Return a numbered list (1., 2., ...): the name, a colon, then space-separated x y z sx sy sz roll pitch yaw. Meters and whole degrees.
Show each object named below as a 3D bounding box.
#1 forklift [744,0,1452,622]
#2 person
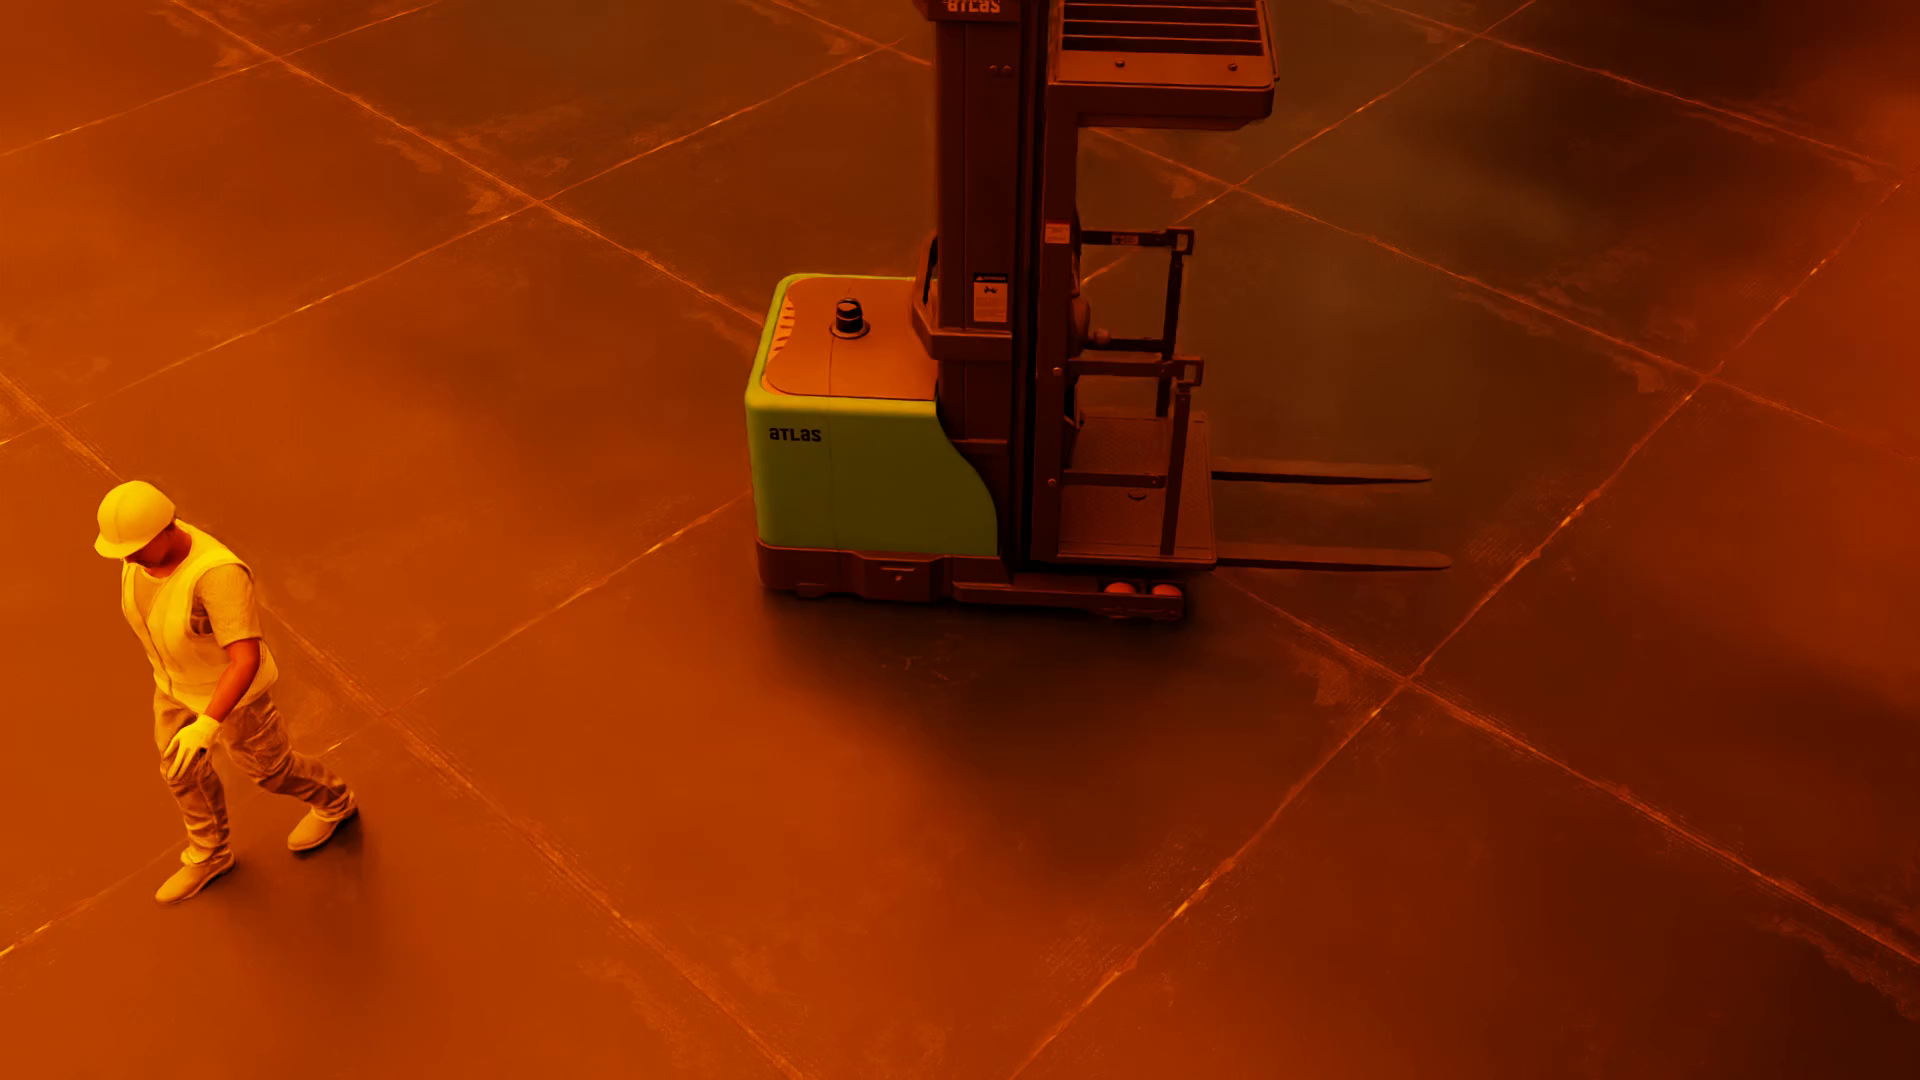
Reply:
1. forklift: 0.647 -1.116 6.729 3.031 2.935 1.130 3 41 3
2. person: -2.666 0.521 5.740 1.028 1.763 0.731 23 46 25
